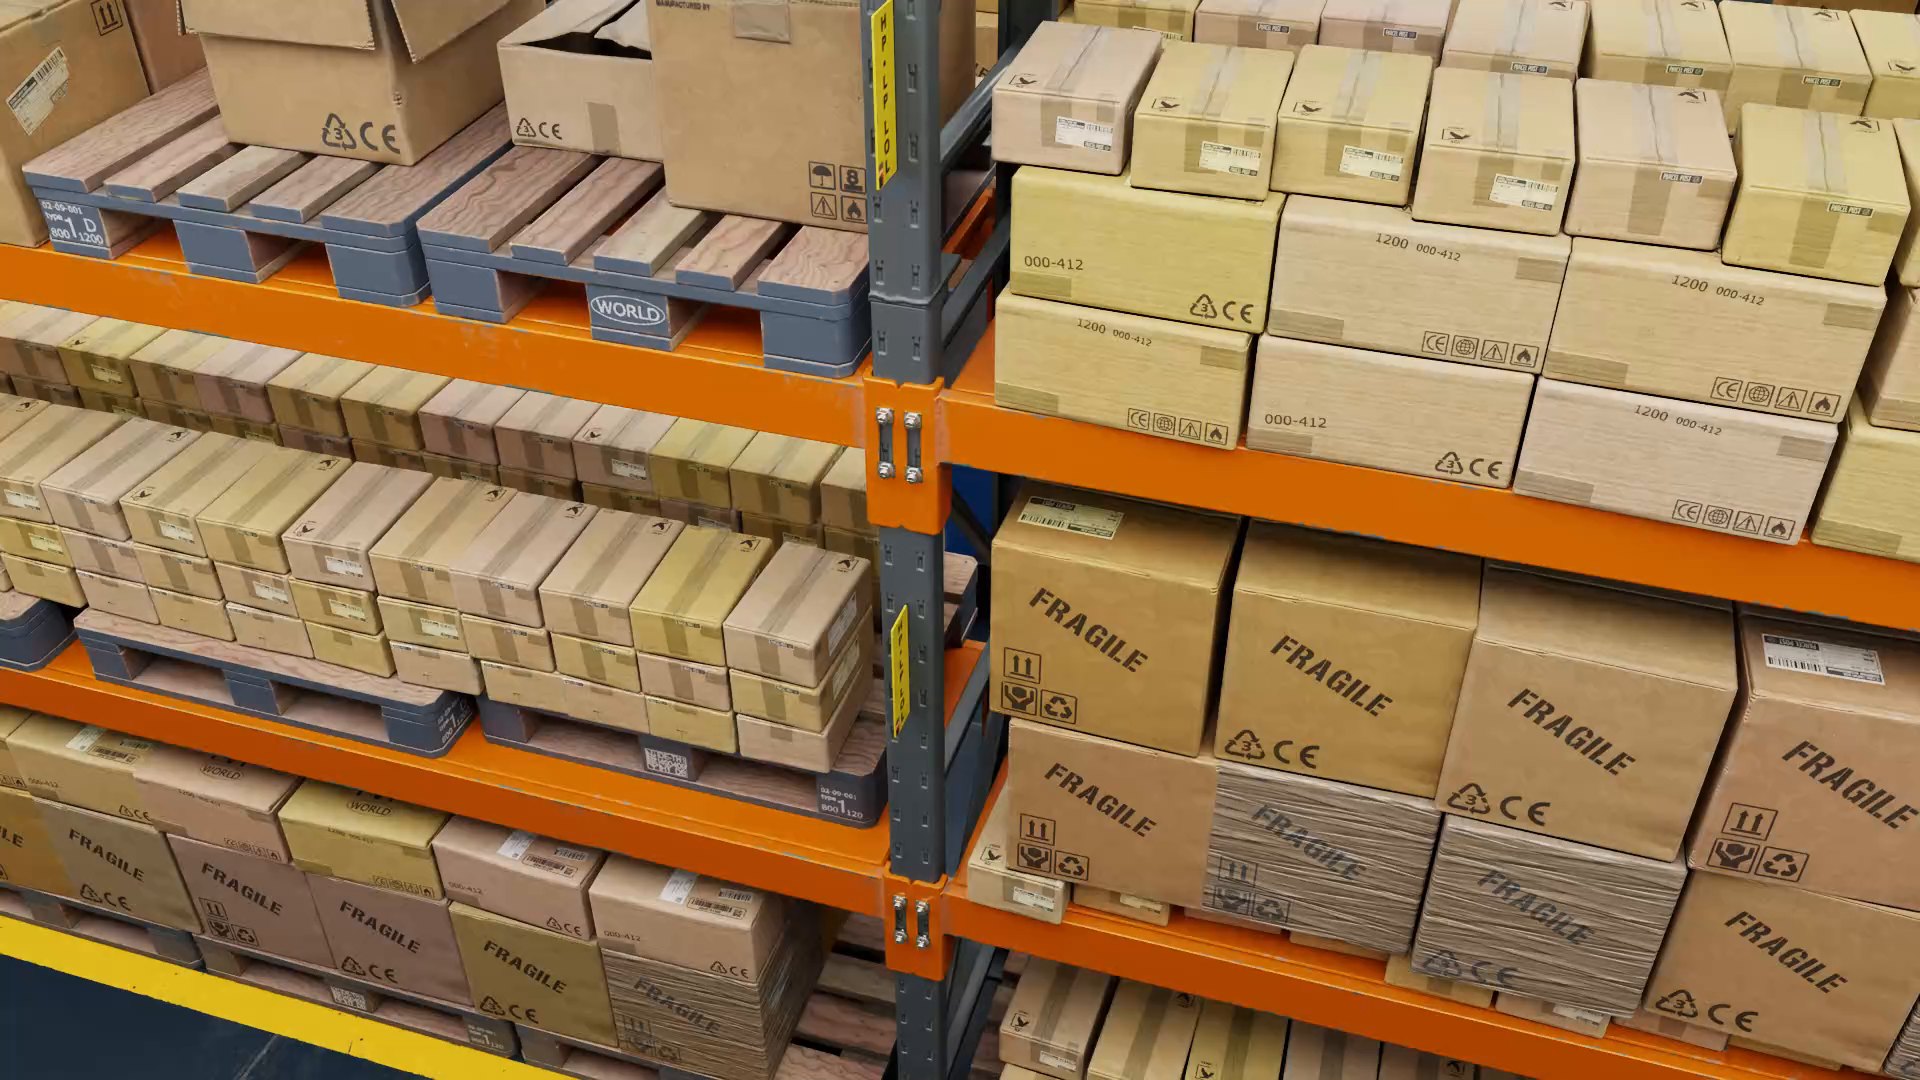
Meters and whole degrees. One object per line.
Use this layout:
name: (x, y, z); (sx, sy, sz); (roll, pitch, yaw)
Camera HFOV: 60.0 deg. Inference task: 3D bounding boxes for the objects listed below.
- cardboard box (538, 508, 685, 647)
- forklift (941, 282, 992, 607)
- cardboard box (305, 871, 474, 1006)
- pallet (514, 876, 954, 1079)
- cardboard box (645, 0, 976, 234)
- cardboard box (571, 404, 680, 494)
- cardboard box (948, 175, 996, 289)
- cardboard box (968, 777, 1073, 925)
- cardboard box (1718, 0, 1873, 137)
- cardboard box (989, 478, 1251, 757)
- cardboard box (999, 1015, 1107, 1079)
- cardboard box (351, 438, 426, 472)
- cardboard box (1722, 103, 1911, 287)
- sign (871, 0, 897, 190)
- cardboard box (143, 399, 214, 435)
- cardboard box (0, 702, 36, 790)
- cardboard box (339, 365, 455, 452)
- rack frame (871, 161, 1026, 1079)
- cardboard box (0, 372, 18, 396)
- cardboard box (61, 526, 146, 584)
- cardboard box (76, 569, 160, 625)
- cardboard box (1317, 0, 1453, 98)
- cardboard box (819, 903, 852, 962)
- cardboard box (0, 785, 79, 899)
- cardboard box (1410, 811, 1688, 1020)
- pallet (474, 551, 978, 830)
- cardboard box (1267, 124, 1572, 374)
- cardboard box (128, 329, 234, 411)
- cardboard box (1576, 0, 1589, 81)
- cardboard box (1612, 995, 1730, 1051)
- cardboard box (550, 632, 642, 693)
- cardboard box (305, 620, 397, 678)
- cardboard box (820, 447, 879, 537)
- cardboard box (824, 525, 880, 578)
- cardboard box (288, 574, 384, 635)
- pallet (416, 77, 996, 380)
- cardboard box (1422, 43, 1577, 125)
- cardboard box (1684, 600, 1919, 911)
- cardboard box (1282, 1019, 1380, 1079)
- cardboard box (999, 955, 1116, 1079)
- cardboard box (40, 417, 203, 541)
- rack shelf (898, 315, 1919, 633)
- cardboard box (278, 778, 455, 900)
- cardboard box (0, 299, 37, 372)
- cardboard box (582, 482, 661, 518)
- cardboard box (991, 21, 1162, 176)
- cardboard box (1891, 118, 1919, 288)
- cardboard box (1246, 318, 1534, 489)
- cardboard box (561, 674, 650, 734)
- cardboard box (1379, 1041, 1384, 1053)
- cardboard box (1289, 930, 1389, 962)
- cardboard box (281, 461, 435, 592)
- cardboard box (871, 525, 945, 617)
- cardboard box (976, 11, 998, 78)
cardboard box: (-0.919, 0.095, 4.447); (0.250, 0.149, 0.380); (9, 37, 12)
forklift: (-0.881, -1.166, 6.861); (3.031, 2.935, 1.130); (0, 36, 0)
cardboard box: (-1.734, 1.122, 5.450); (0.500, 0.500, 0.500); (10, 37, 13)
pallet: (-0.718, 1.443, 5.612); (1.213, 0.211, 1.003); (10, 38, 14)
cardboard box: (-0.303, -1.090, 3.732); (0.500, 0.500, 0.700); (11, 38, 14)
cardboard box: (-0.963, -0.319, 5.009); (0.250, 0.149, 0.380); (10, 38, 13)
cardboard box: (0.131, -1.905, 9.246); (0.875, 0.875, 1.225); (9, 37, 12)
cardboard box: (0.198, 0.793, 4.354); (0.250, 0.149, 0.380); (12, 38, 16)
cardboard box: (1.648, -0.938, 3.333); (0.250, 0.149, 0.380); (10, 38, 14)
cardboard box: (0.384, 0.111, 3.889); (0.500, 0.500, 0.500); (11, 38, 15)
cardboard box: (0.276, 1.561, 4.899); (0.250, 0.149, 0.380); (12, 38, 16)
cardboard box: (-1.707, -0.336, 5.283); (0.250, 0.149, 0.380); (10, 37, 13)
cardboard box: (1.471, -0.605, 2.880); (0.250, 0.149, 0.380); (12, 38, 16)
sign: (-0.137, -0.804, 3.013); (0.005, 0.325, 0.100); (10, 38, 14)
cardboard box: (-2.439, -0.473, 5.469); (0.250, 0.149, 0.380); (11, 38, 14)
cardboard box: (-3.206, 0.544, 5.602); (0.500, 0.250, 0.500); (9, 37, 12)
cardboard box: (-1.706, -0.455, 5.193); (0.250, 0.149, 0.380); (12, 38, 15)
rack frame: (0.026, 0.456, 4.599); (0.127, 3.000, 1.000); (10, 38, 14)
cardboard box: (-3.185, -0.609, 5.653); (0.250, 0.149, 0.380); (11, 38, 15)
cardboard box: (-2.397, -0.058, 4.905); (0.250, 0.149, 0.380); (11, 38, 14)
cardboard box: (-2.399, 0.062, 4.993); (0.250, 0.149, 0.380); (12, 38, 15)
cardboard box: (0.907, -1.092, 3.541); (0.250, 0.149, 0.380); (10, 38, 14)
cardboard box: (-0.601, 1.013, 5.597); (0.500, 0.500, 0.500); (12, 38, 16)
cardboard box: (-3.193, 0.856, 5.810); (0.500, 0.500, 0.500); (9, 37, 12)
cardboard box: (1.368, 0.719, 3.907); (0.500, 0.500, 0.500); (10, 37, 13)
pallet: (-0.661, 0.316, 4.952); (1.213, 0.211, 1.003); (10, 38, 14)
cardboard box: (0.888, -0.581, 3.183); (0.500, 0.250, 0.500); (10, 38, 14)
cardboard box: (-2.443, -0.594, 5.382); (0.250, 0.149, 0.380); (12, 38, 15)
cardboard box: (2.948, -2.283, 7.565); (0.500, 0.500, 0.500); (9, 37, 12)
cardboard box: (1.740, 1.019, 4.047); (0.250, 0.149, 0.380); (12, 38, 16)
cardboard box: (-0.901, 0.219, 4.529); (0.250, 0.149, 0.380); (12, 38, 16)
cardboard box: (-1.657, 0.202, 4.803); (0.250, 0.149, 0.380); (12, 38, 16)
cardboard box: (-0.213, -0.181, 4.821); (0.250, 0.149, 0.380); (12, 38, 16)
cardboard box: (-0.213, -0.061, 4.909); (0.250, 0.149, 0.380); (11, 38, 15)
cardboard box: (-1.672, 0.079, 4.719); (0.250, 0.149, 0.380); (11, 38, 14)
pallet: (-0.532, -0.845, 3.996); (1.003, 0.211, 1.213); (10, 38, 14)
cardboard box: (1.035, -0.856, 3.557); (0.500, 0.250, 0.500); (9, 37, 12)
cardboard box: (1.844, 0.392, 3.507); (0.500, 0.500, 0.500); (9, 37, 12)
cardboard box: (1.050, 1.506, 4.722); (0.250, 0.149, 0.380); (10, 37, 13)
cardboard box: (0.293, 1.374, 4.902); (0.250, 0.149, 0.380); (12, 38, 16)
cardboard box: (-2.408, -0.181, 4.821); (0.250, 0.149, 0.380); (12, 38, 16)
rack shelf: (1.935, -0.108, 3.443); (4.000, 0.370, 1.077); (10, 38, 14)
cardboard box: (-1.756, 0.820, 5.228); (0.500, 0.250, 0.500); (9, 37, 12)
cardboard box: (-3.188, -0.731, 5.568); (0.250, 0.149, 0.380); (9, 37, 12)
cardboard box: (-0.956, -0.197, 5.094); (0.250, 0.149, 0.380); (9, 37, 12)
cardboard box: (0.231, -0.865, 3.232); (0.250, 0.149, 0.380); (10, 37, 13)
cardboard box: (1.725, -0.566, 2.827); (0.250, 0.149, 0.380); (9, 37, 13)
cardboard box: (0.870, -0.377, 3.327); (0.500, 0.250, 0.500); (10, 38, 13)
cardboard box: (-0.898, 0.340, 4.616); (0.250, 0.149, 0.380); (10, 38, 14)
cardboard box: (1.403, 1.403, 5.112); (0.250, 0.149, 0.380); (11, 38, 15)
cardboard box: (0.995, 0.865, 4.256); (0.250, 0.149, 0.380); (9, 37, 12)
cardboard box: (-1.660, -0.042, 4.633); (0.250, 0.149, 0.380); (9, 37, 12)
cardboard box: (-0.213, 0.059, 4.998); (0.250, 0.149, 0.380); (9, 37, 12)
cardboard box: (0.102, -2.480, 8.505); (0.500, 0.500, 0.500); (10, 38, 13)
